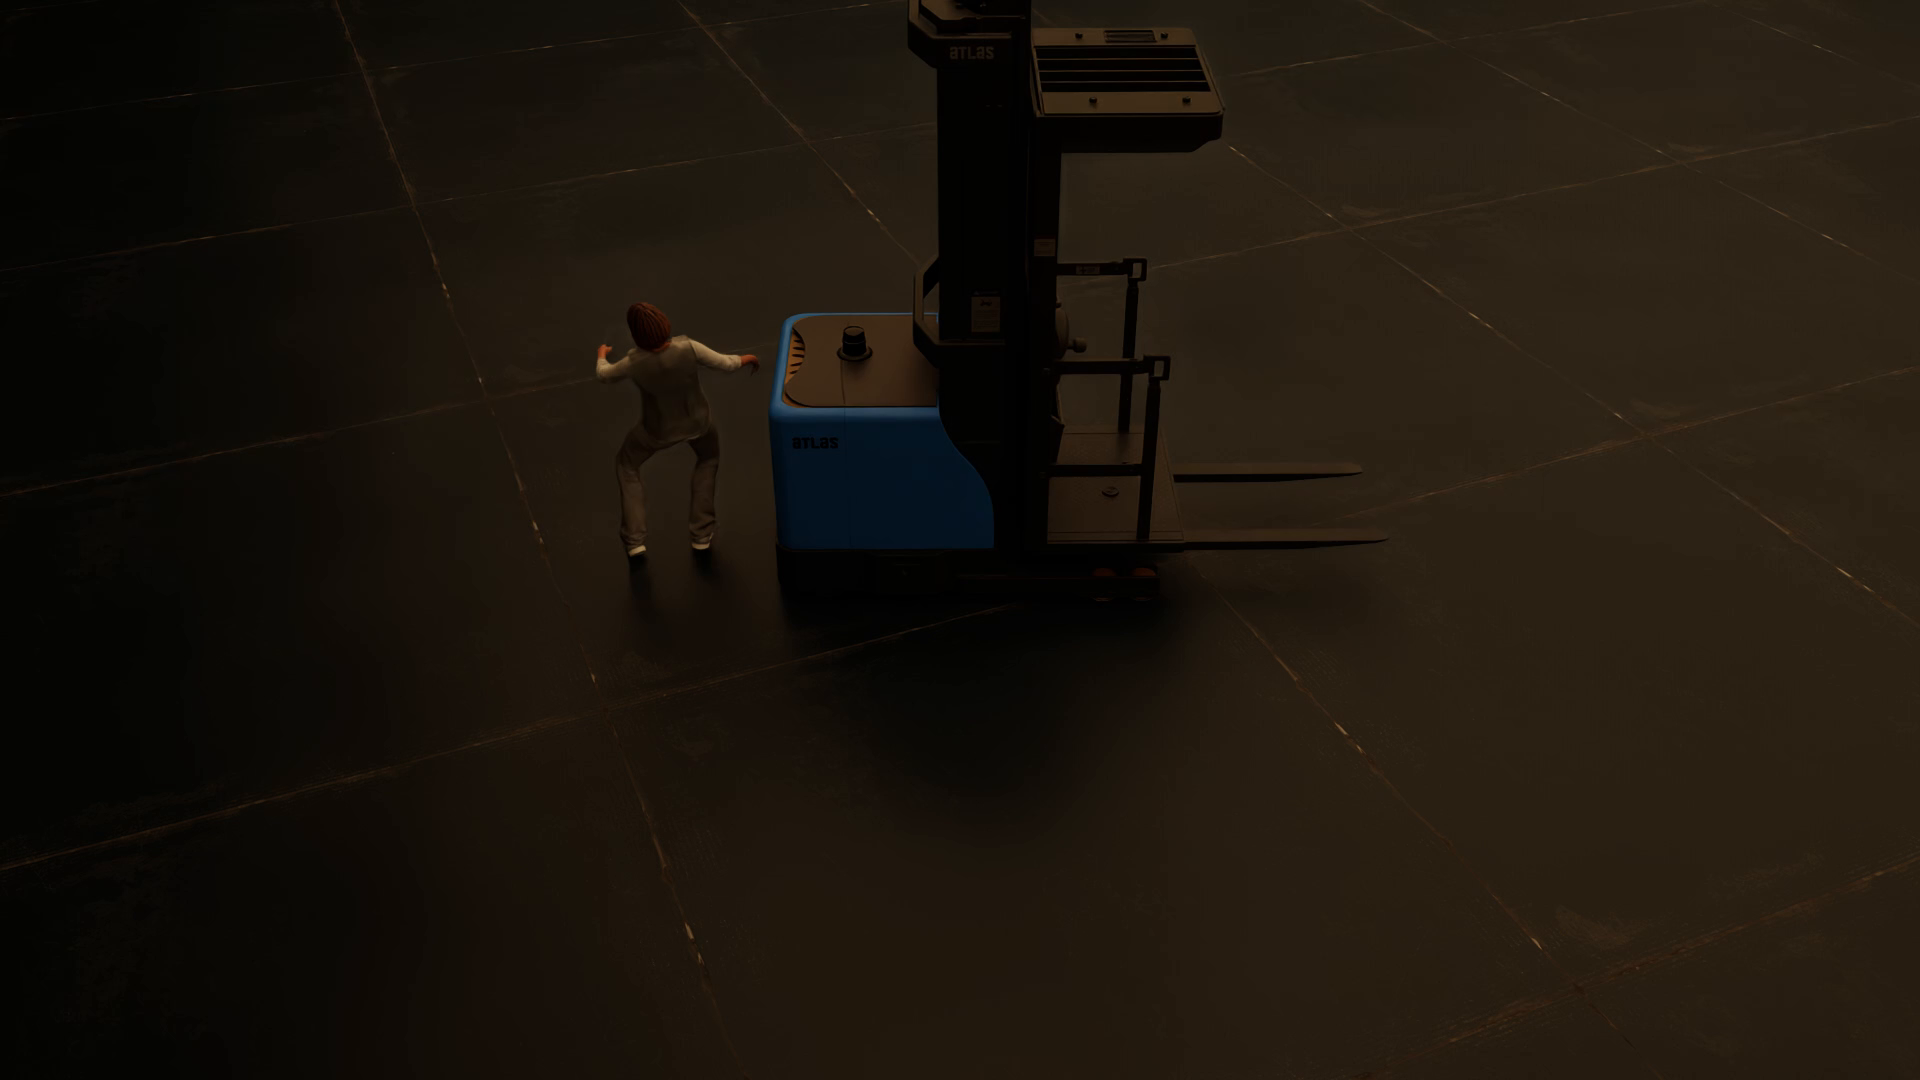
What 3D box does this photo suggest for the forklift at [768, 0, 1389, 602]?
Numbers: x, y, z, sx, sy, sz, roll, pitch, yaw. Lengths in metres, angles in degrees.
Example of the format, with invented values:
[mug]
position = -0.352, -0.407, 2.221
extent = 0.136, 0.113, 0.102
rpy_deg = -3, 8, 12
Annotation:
[forklift]
position = 0.610, -1.199, 7.785
extent = 3.031, 2.935, 1.130
rpy_deg = 0, 35, -1

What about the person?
[person]
position = -1.373, -0.617, 8.287
extent = 0.817, 1.543, 0.691
rpy_deg = -14, 38, -19
